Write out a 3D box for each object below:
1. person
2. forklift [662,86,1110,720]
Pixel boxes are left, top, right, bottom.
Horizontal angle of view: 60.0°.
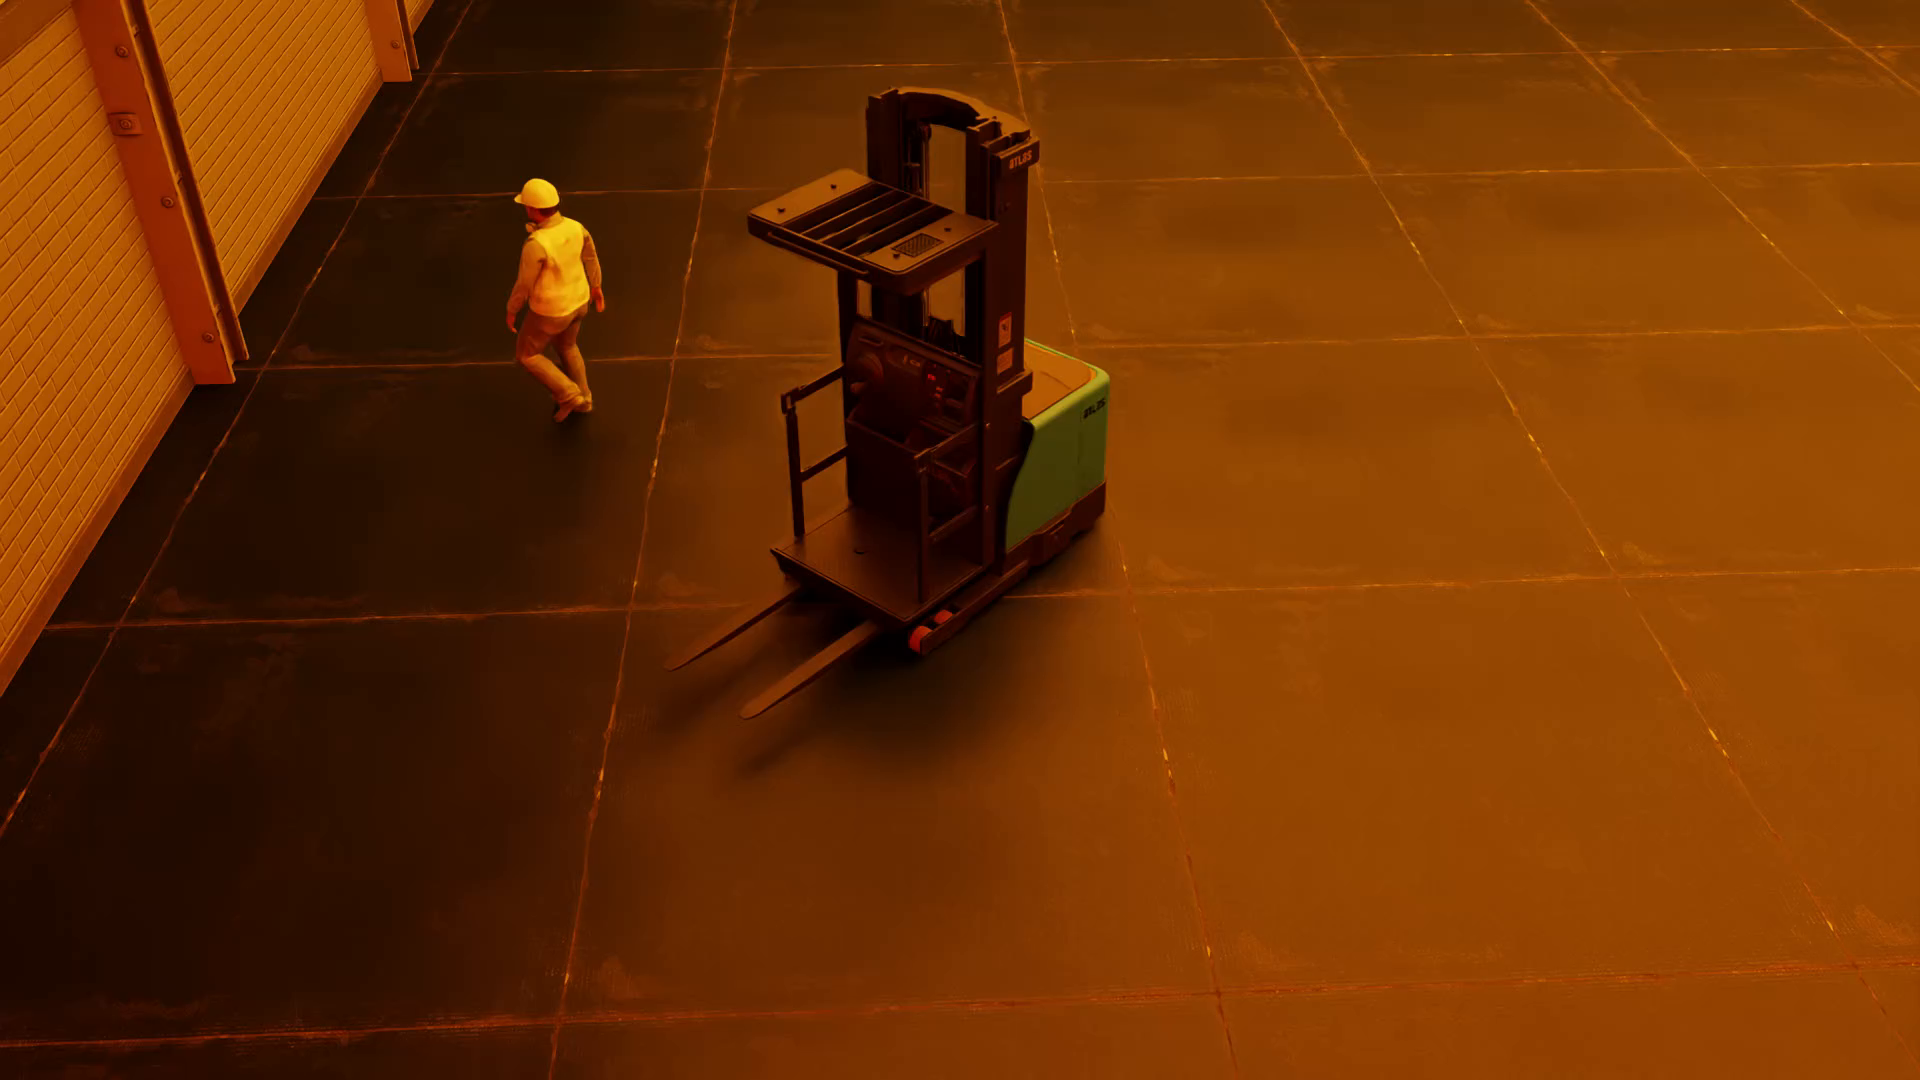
[{"bbox_3d":[-2.739,-1.605,11.215,0.473,1.753,0.699,17,39,22],"label":"person"},{"bbox_3d":[-0.410,-0.857,9.188,1.130,2.935,3.031,27,44,32],"label":"forklift"}]
